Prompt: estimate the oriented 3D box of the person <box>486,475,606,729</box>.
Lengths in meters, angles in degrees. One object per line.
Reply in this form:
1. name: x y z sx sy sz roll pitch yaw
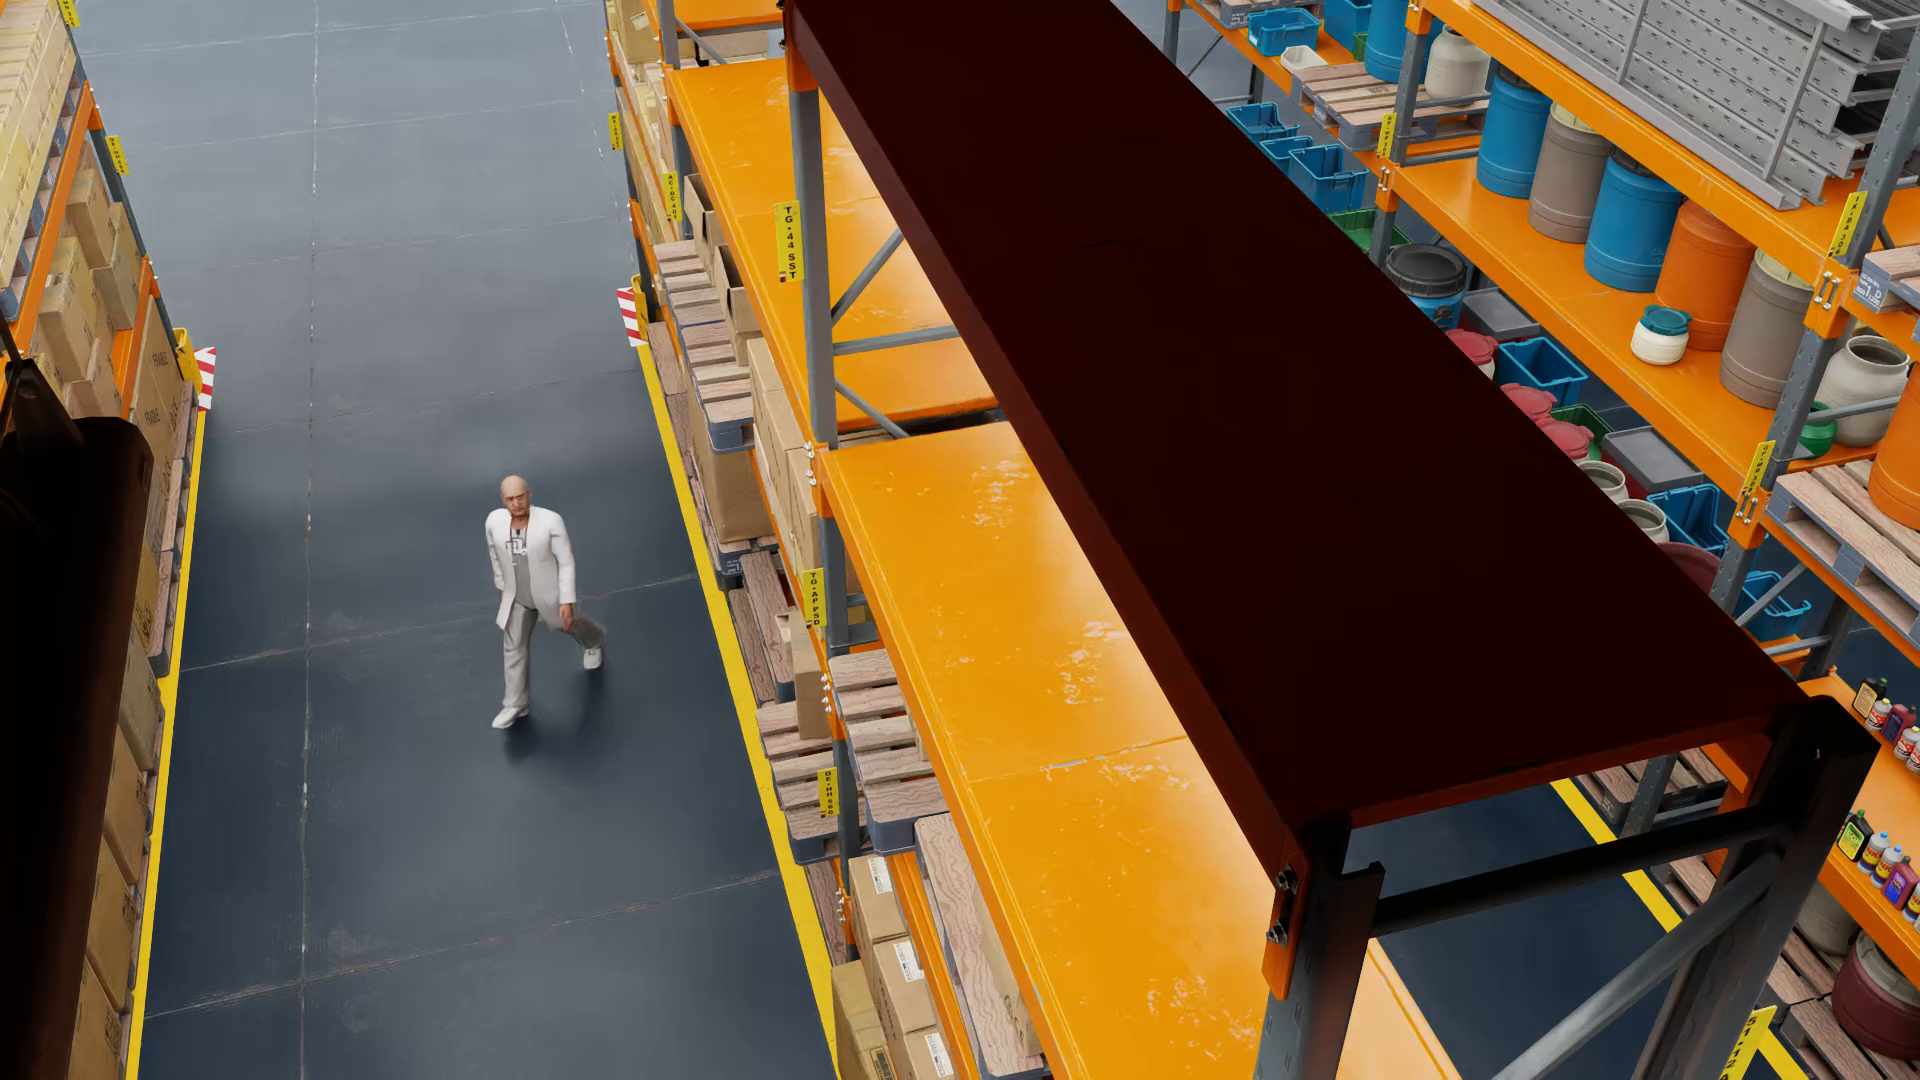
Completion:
1. person: -2.803 0.452 11.033 0.657 1.518 1.132 13 40 15
